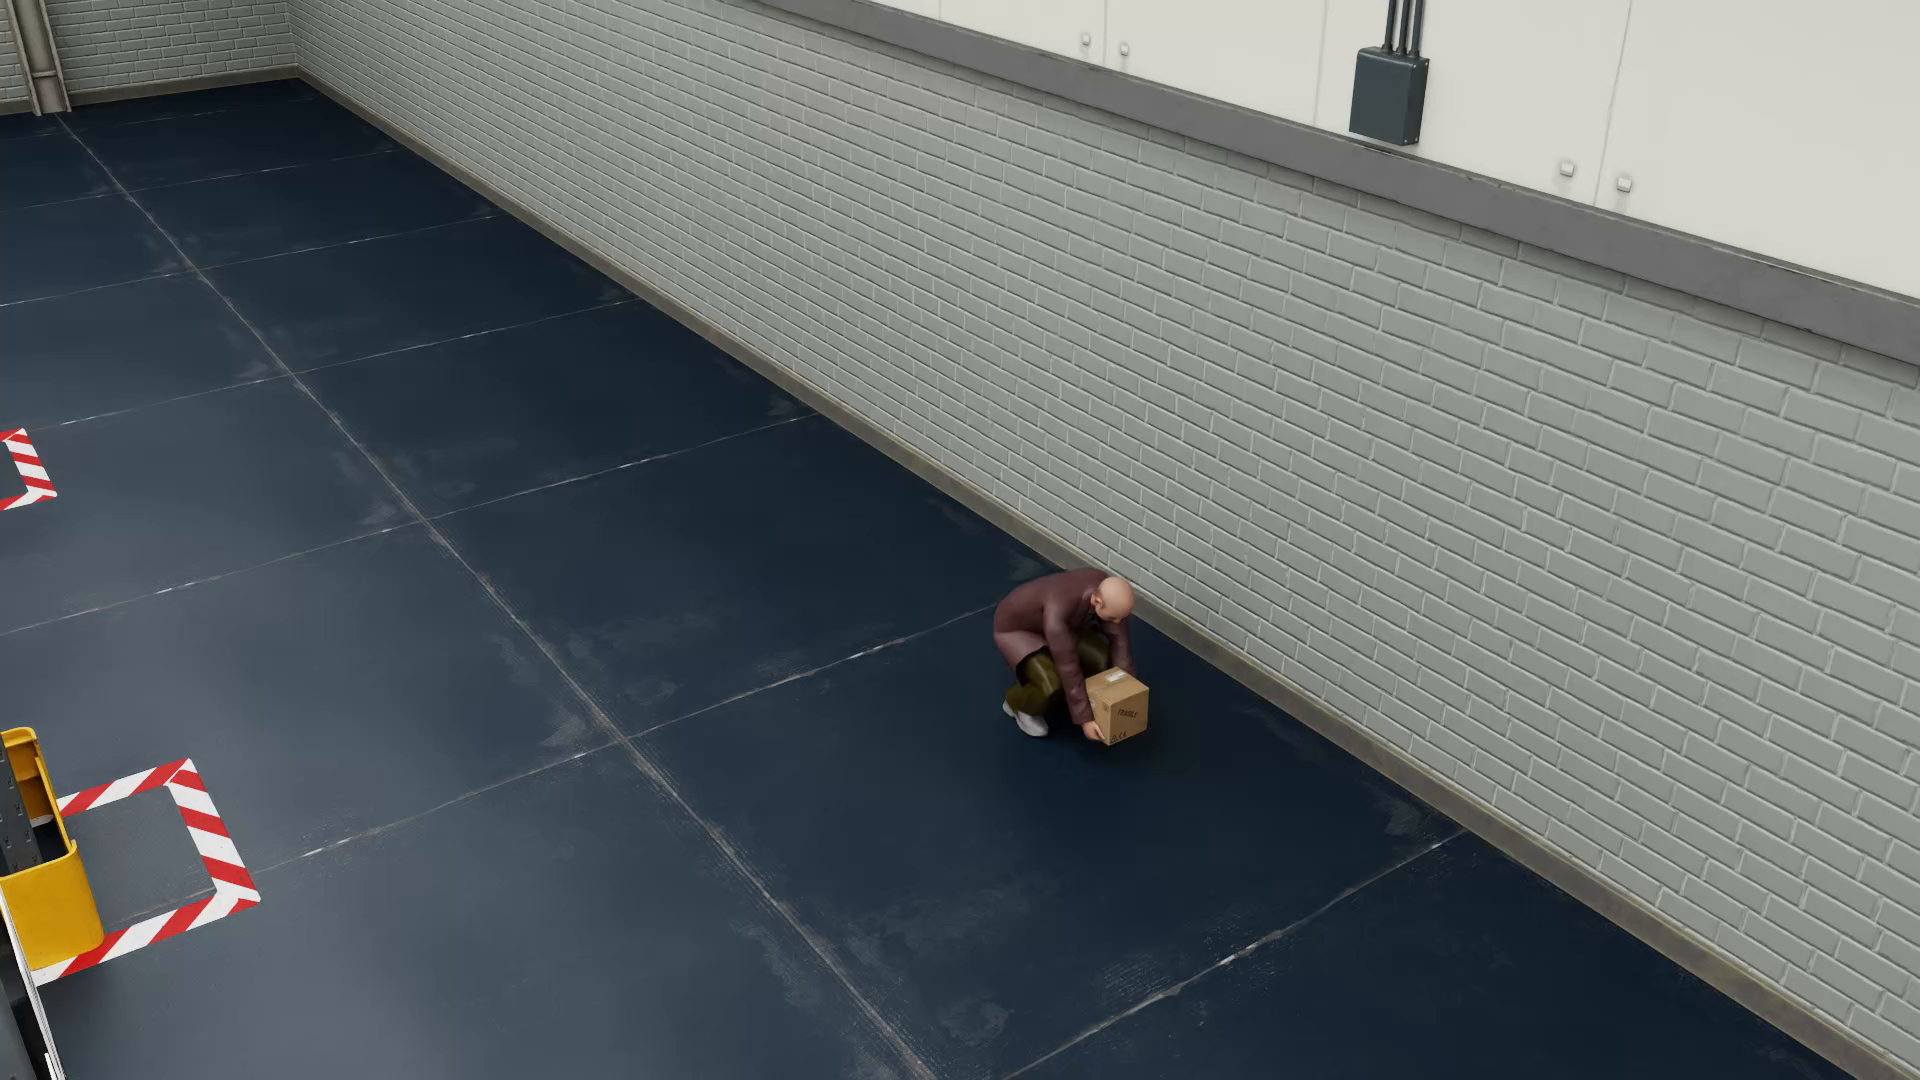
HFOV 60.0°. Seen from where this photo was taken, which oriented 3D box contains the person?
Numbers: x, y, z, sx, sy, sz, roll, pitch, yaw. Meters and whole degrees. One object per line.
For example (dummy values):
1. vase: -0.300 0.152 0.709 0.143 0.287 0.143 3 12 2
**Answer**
1. person: 0.546 0.540 8.454 0.574 1.007 0.924 -19 34 -32
